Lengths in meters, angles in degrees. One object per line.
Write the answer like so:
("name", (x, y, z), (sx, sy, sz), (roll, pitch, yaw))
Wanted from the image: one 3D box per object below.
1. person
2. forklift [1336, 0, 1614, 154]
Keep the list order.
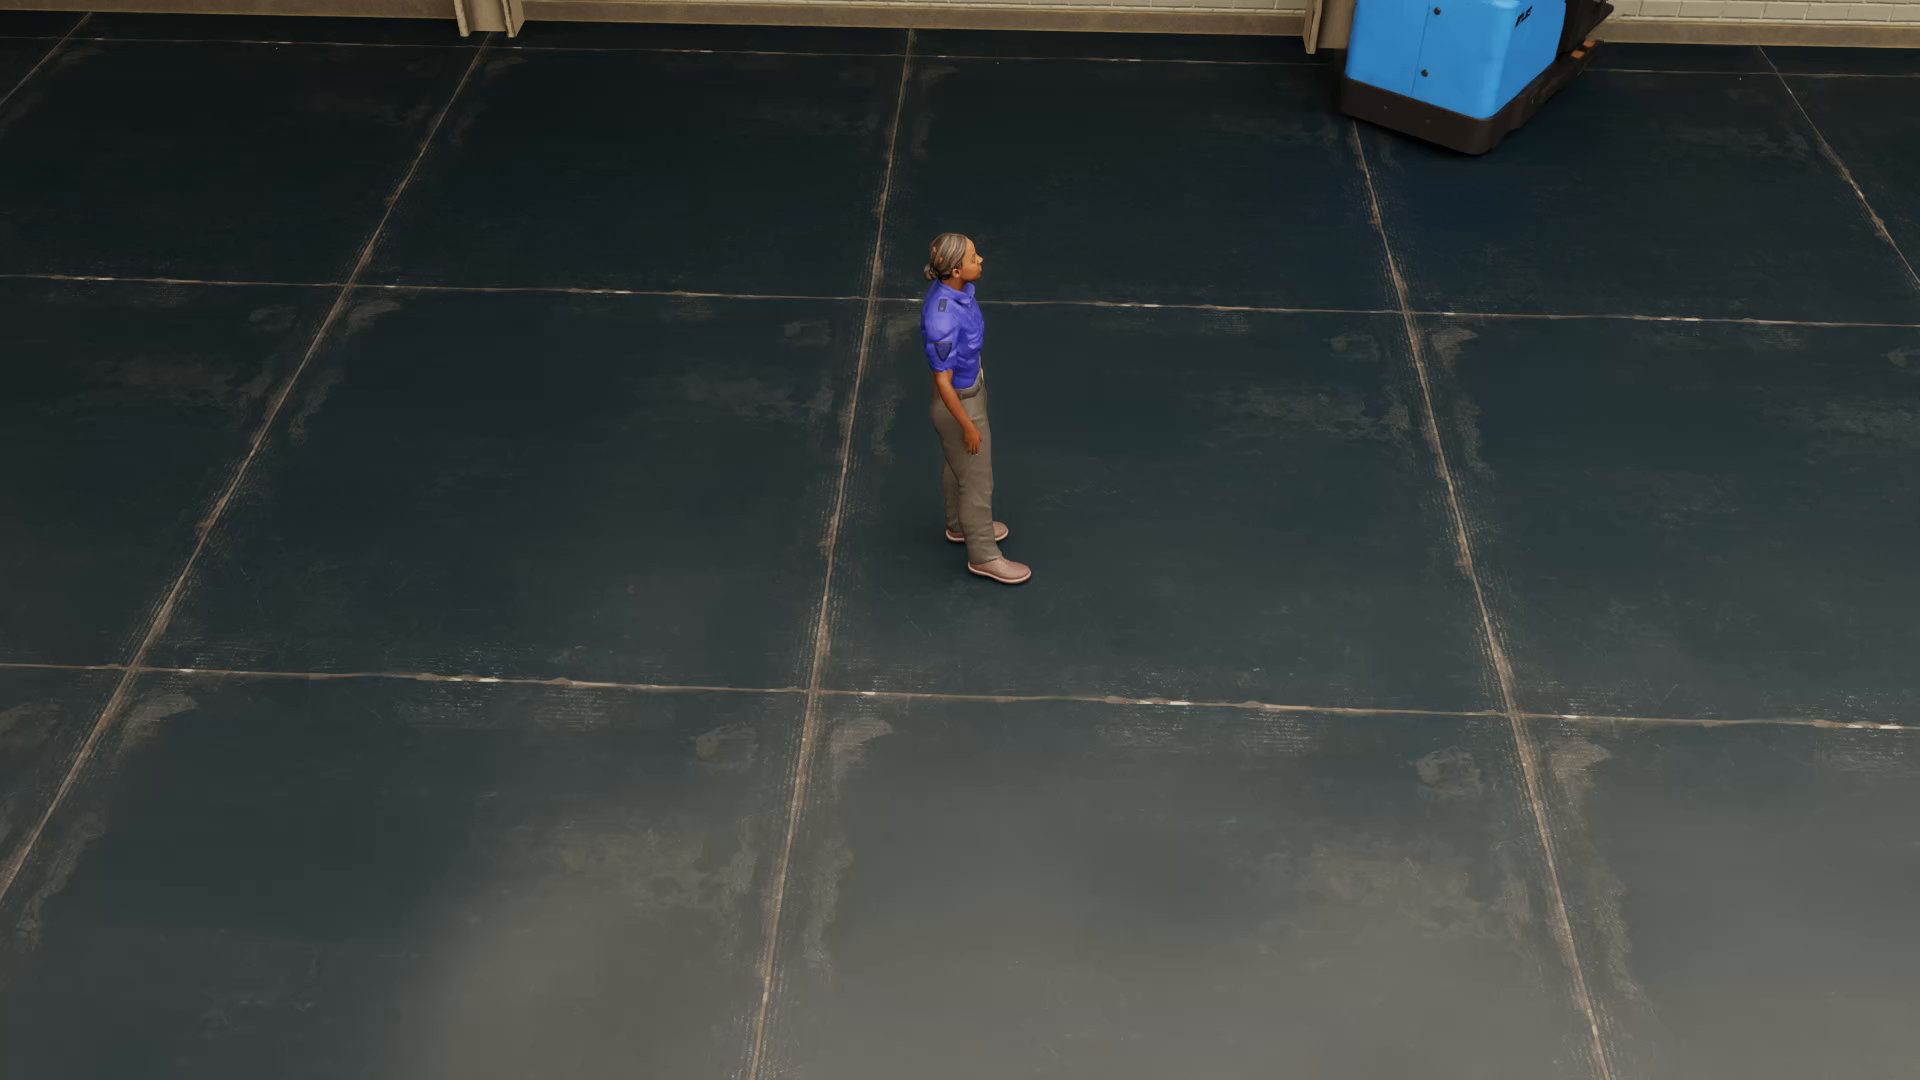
("person", (0.086, -0.600, 7.336), (0.504, 1.654, 0.569), (2, 42, 2))
("forklift", (3.769, -4.451, 10.618), (1.130, 2.935, 3.031), (27, 49, 27))
